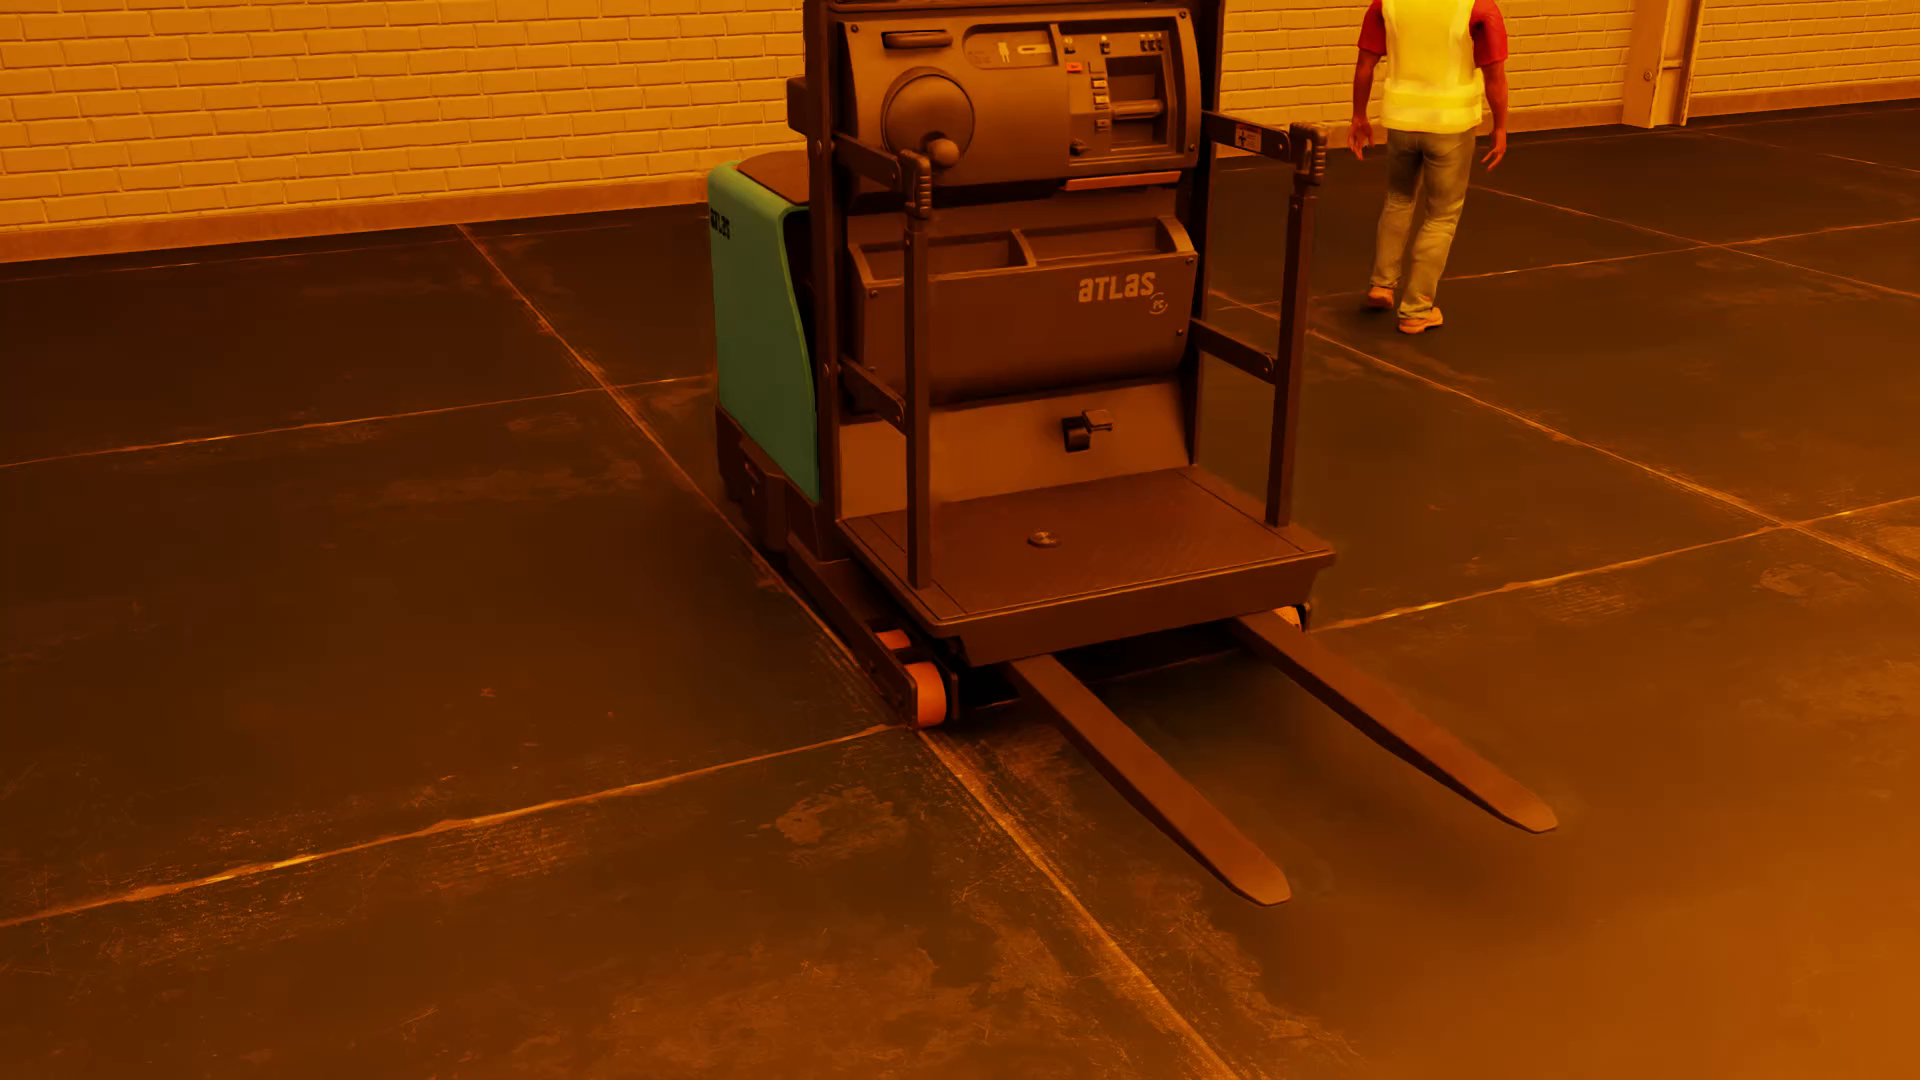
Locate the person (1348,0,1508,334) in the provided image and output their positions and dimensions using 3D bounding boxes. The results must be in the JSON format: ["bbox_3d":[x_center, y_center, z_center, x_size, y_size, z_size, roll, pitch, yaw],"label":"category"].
[{"bbox_3d":[2.037,-1.767,7.176,0.672,1.808,0.512,18,28,36],"label":"person"}]

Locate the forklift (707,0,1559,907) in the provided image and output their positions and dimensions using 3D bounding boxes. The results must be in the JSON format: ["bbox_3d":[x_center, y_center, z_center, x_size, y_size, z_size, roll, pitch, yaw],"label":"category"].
[{"bbox_3d":[0.254,-1.081,3.889,1.130,2.935,3.031,-9,24,-21],"label":"forklift"}]
